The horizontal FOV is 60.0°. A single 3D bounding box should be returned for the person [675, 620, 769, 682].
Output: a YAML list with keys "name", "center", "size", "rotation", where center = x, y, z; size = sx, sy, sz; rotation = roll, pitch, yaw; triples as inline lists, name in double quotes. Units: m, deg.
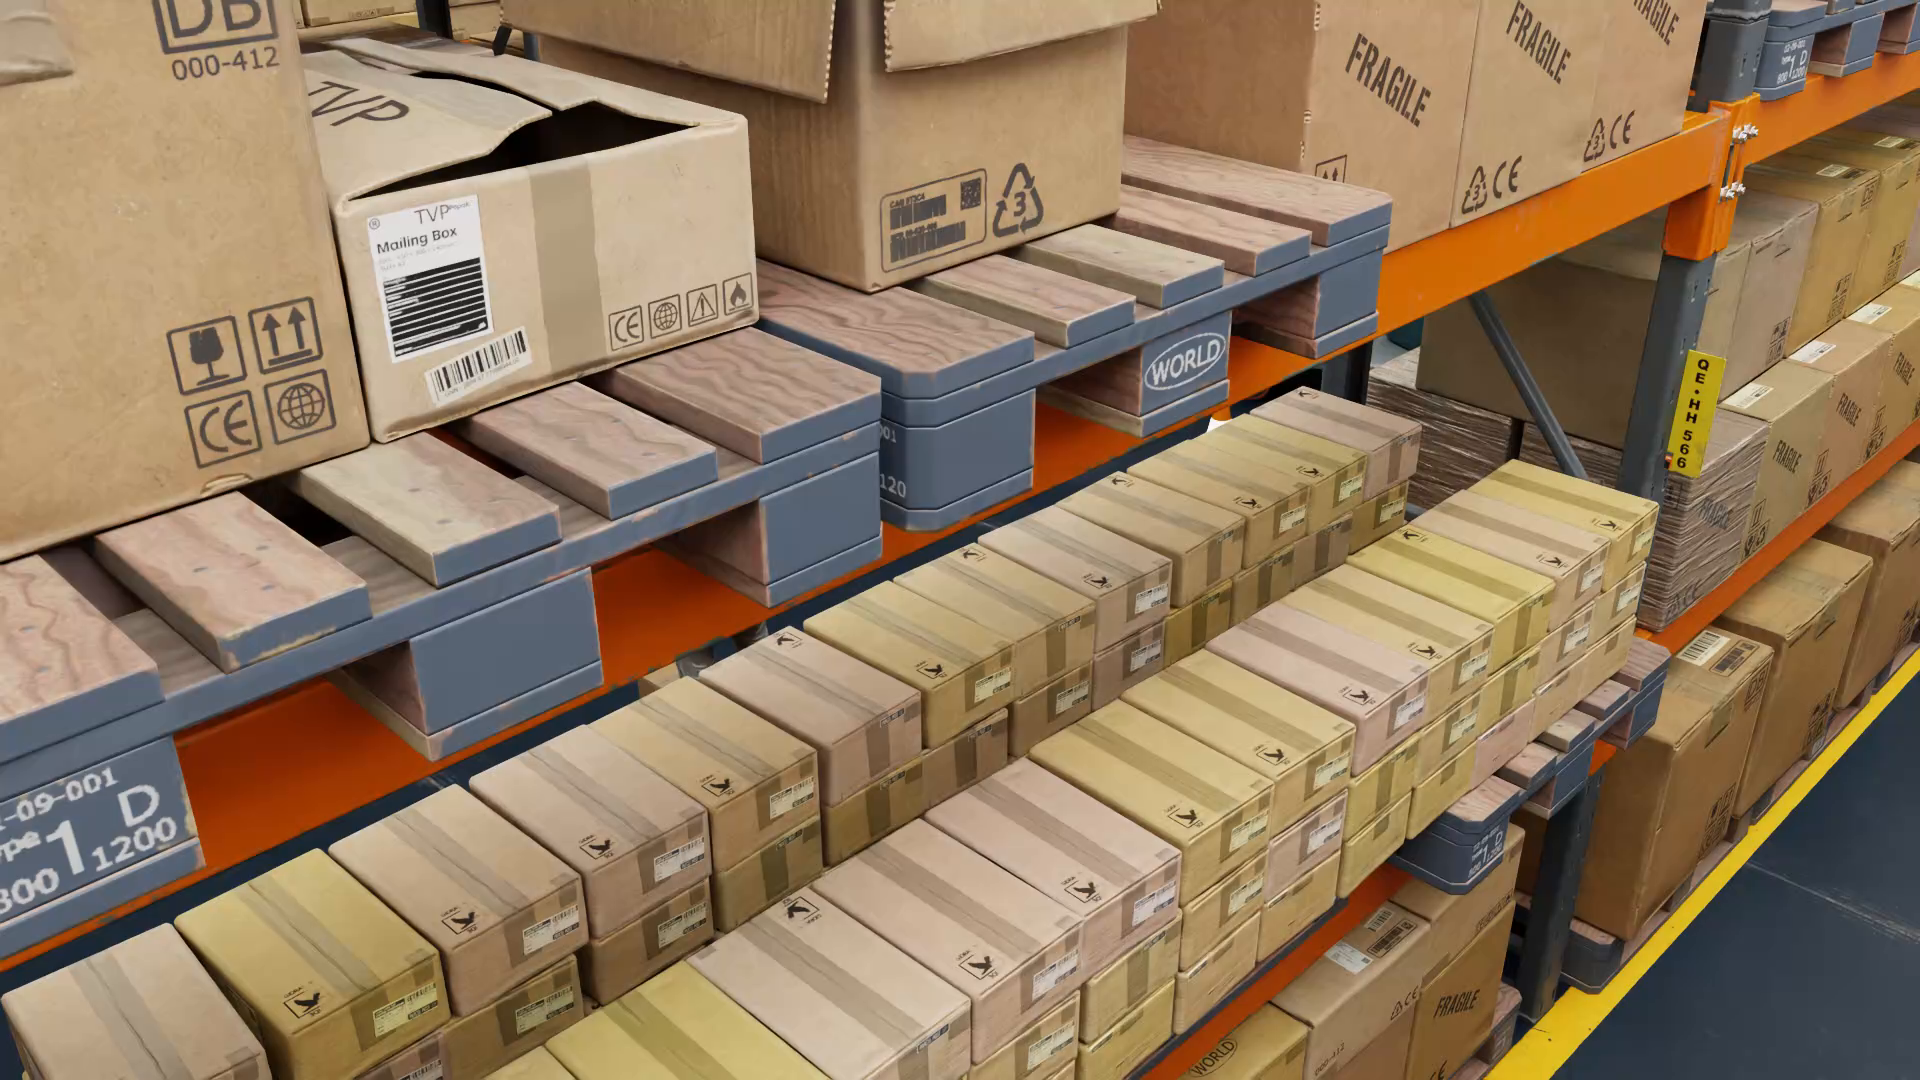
- name: "person"
  center: [-0.915, 0.030, 6.044]
  size: [0.462, 1.760, 0.635]
  rotation: [24, 36, 38]
